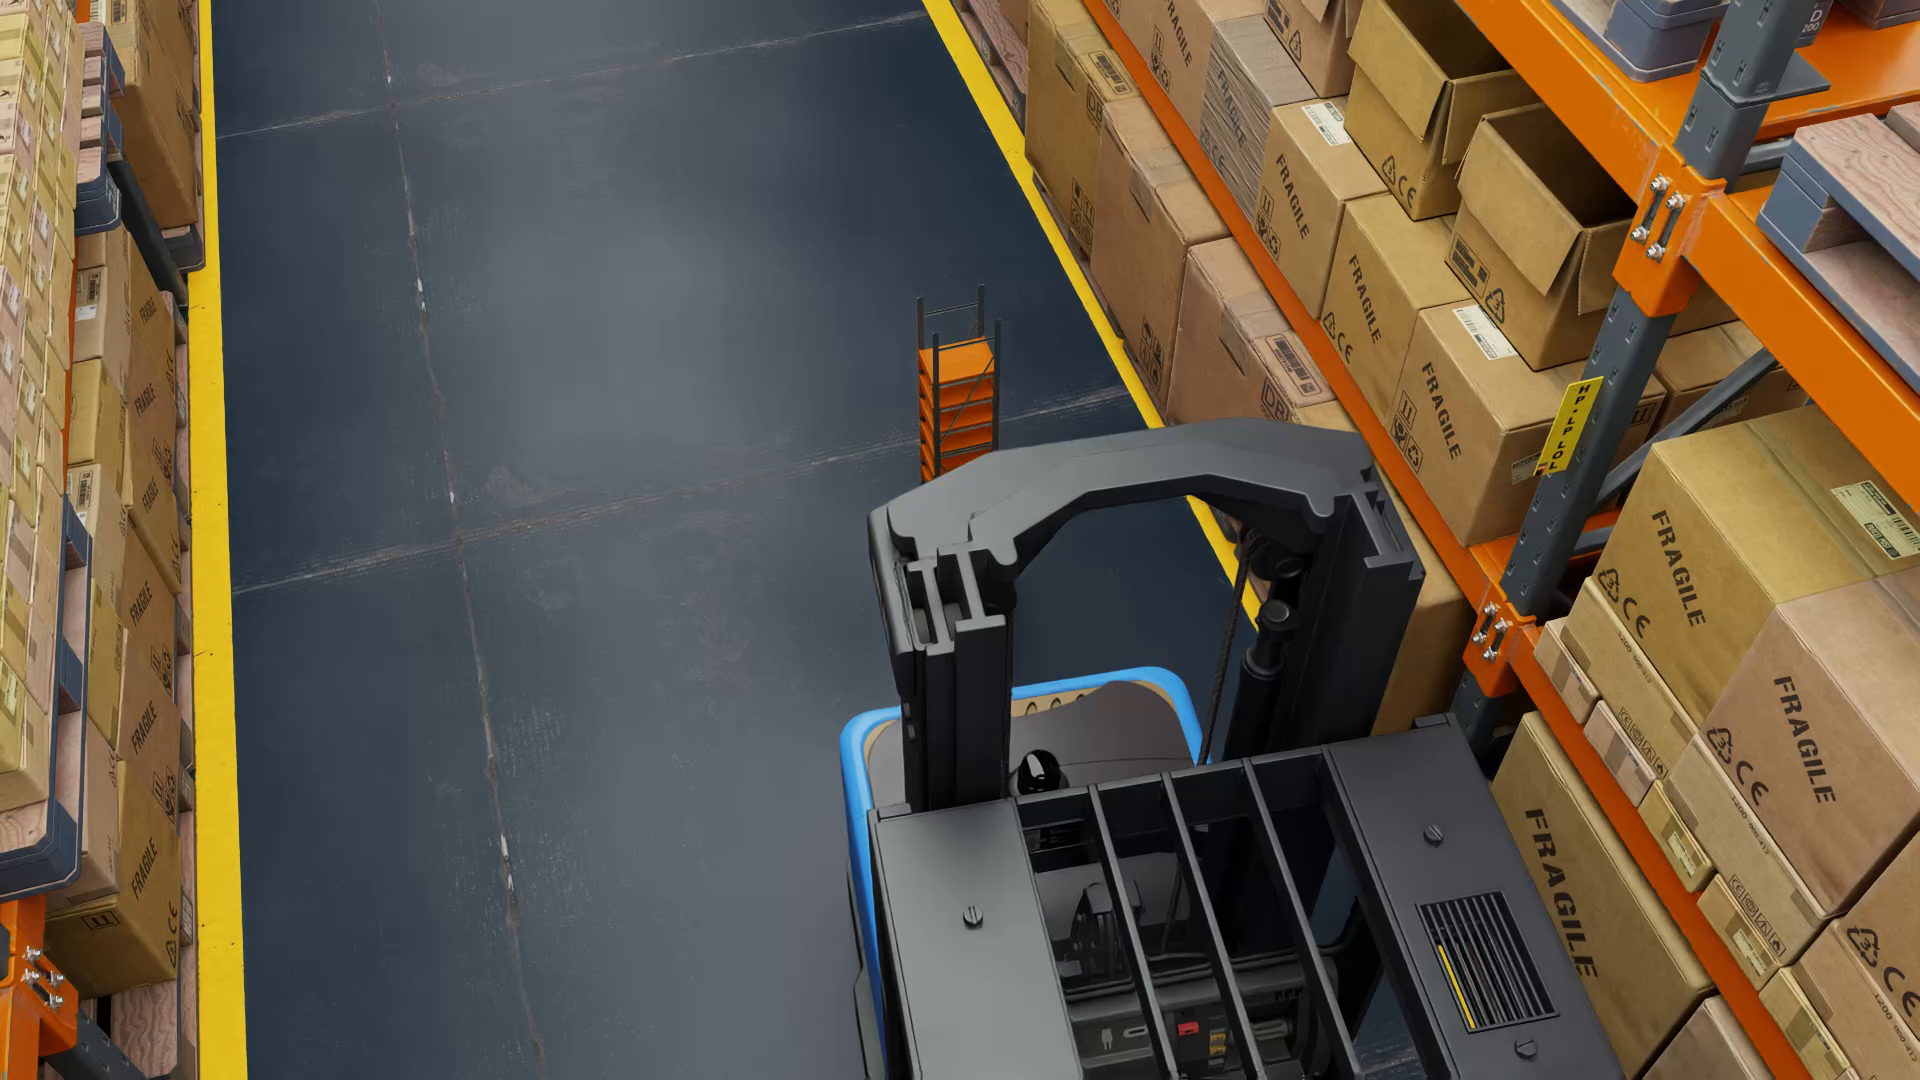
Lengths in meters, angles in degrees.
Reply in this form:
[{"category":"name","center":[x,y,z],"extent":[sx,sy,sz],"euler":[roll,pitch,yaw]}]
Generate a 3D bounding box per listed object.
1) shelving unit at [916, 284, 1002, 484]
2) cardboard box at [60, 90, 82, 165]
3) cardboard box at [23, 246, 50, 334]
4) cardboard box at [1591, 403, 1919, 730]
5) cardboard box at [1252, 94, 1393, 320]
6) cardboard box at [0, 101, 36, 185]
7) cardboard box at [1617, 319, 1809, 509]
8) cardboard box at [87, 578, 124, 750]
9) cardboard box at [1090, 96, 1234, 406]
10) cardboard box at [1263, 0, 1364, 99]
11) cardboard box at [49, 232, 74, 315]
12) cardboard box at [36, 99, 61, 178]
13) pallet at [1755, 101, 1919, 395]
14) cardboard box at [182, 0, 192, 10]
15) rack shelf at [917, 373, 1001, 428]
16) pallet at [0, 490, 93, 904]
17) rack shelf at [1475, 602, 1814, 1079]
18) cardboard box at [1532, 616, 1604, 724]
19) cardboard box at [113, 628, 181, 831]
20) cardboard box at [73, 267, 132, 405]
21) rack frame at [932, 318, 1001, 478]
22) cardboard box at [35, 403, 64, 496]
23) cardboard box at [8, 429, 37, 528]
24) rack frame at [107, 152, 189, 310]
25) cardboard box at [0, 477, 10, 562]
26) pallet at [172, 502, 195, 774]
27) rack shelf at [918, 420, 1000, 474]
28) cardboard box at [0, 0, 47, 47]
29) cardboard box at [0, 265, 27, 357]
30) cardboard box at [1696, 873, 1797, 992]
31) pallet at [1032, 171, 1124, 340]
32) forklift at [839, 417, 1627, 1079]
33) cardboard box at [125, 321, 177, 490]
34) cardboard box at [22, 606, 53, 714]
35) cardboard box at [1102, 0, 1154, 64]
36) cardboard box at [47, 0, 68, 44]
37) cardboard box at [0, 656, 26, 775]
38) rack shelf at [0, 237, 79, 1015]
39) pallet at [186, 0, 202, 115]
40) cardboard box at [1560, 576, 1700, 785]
[{"category":"shelving unit","center":[-0.004,-0.397,6.090],"extent":[0.258,1.200,0.189],"euler":[-13,51,-11]},{"category":"cardboard box","center":[-3.200,-1.361,5.615],"extent":[0.380,0.149,0.250],"euler":[-13,51,-10]},{"category":"cardboard box","center":[-2.891,-0.695,4.859],"extent":[0.380,0.149,0.250],"euler":[-14,51,-12]},{"category":"cardboard box","center":[1.916,0.059,3.941],"extent":[0.500,0.500,0.500],"euler":[-13,51,-11]},{"category":"cardboard box","center":[1.318,-1.114,5.452],"extent":[0.500,0.500,0.500],"euler":[-14,51,-11]},{"category":"cardboard box","center":[-3.052,-1.178,5.071],"extent":[0.380,0.149,0.250],"euler":[-13,51,-11]},{"category":"cardboard box","center":[2.121,-0.484,4.920],"extent":[0.500,0.500,0.500],"euler":[-13,51,-11]},{"category":"cardboard box","center":[-2.876,0.429,5.086],"extent":[0.500,0.250,0.500],"euler":[-12,51,-10]},{"category":"cardboard box","center":[1.276,-1.269,6.763],"extent":[1.225,0.875,0.875],"euler":[-13,51,-11]},{"category":"cardboard box","center":[1.431,-1.833,5.402],"extent":[0.797,0.503,0.637],"euler":[-12,51,-10]},{"category":"cardboard box","center":[-2.973,-0.793,5.136],"extent":[0.380,0.149,0.250],"euler":[-12,51,-10]},{"category":"cardboard box","center":[-3.117,-1.256,5.332],"extent":[0.380,0.149,0.250],"euler":[-13,51,-11]},{"category":"pallet","center":[2.250,-0.397,3.009],"extent":[1.003,0.211,1.213],"euler":[-13,51,-11]},{"category":"cardboard box","center":[-4.564,-3.126,8.410],"extent":[1.050,0.750,0.750],"euler":[-13,51,-11]},{"category":"rack shelf","center":[-0.004,-0.523,5.940],"extent":[0.258,0.103,0.180],"euler":[-13,51,-11]},{"category":"pallet","center":[-2.837,0.459,4.316],"extent":[1.003,0.211,1.213],"euler":[-13,51,-11]},{"category":"rack shelf","center":[2.610,1.634,3.671],"extent":[1.077,0.370,4.000],"euler":[-13,51,-11]},{"category":"cardboard box","center":[1.788,0.313,4.478],"extent":[0.380,0.149,0.250],"euler":[-13,51,-11]},{"category":"cardboard box","center":[-2.873,0.673,5.370],"extent":[0.500,0.500,0.500],"euler":[-11,51,-9]},{"category":"cardboard box","center":[-3.320,-0.698,6.036],"extent":[0.500,0.250,0.500],"euler":[-13,51,-10]},{"category":"rack frame","center":[0.023,-0.330,6.034],"extent":[0.240,1.200,0.006],"euler":[-13,51,-11]},{"category":"cardboard box","center":[-2.734,-0.211,4.646],"extent":[0.380,0.149,0.250],"euler":[-15,52,-13]},{"category":"cardboard box","center":[-2.660,-0.120,4.374],"extent":[0.380,0.149,0.250],"euler":[-15,52,-13]},{"category":"rack frame","center":[-3.933,-1.933,6.207],"extent":[1.000,3.000,0.127],"euler":[-13,51,-11]},{"category":"cardboard box","center":[-2.588,-0.039,4.111],"extent":[0.380,0.149,0.250],"euler":[-13,51,-11]},{"category":"pallet","center":[-3.346,0.426,6.042],"extent":[1.003,0.211,1.213],"euler":[-13,51,-11]},{"category":"rack shelf","center":[-0.004,-0.369,6.124],"extent":[0.258,0.103,0.180],"euler":[-13,51,-11]},{"category":"cardboard box","center":[-3.278,-1.741,5.546],"extent":[0.380,0.149,0.250],"euler":[-14,51,-11]},{"category":"cardboard box","center":[-2.810,-0.593,4.578],"extent":[0.380,0.149,0.250],"euler":[-12,51,-10]},{"category":"cardboard box","center":[2.024,0.889,3.993],"extent":[0.380,0.149,0.250],"euler":[-15,51,-12]},{"category":"pallet","center":[0.996,-1.489,7.657],"extent":[1.003,0.211,1.213],"euler":[-13,51,-11]},{"category":"forklift","center":[0.427,1.282,3.542],"extent":[1.130,2.935,3.031],"euler":[-8,50,-7]},{"category":"cardboard box","center":[-3.338,-0.461,6.327],"extent":[0.500,0.500,0.500],"euler":[-11,51,-10]},{"category":"cardboard box","center":[-2.514,0.341,4.180],"extent":[0.380,0.149,0.250],"euler":[-13,51,-10]},{"category":"cardboard box","center":[0.874,-2.220,6.384],"extent":[0.500,0.500,0.500],"euler":[-15,51,-12]},{"category":"cardboard box","center":[-3.352,-1.825,5.812],"extent":[0.380,0.149,0.250],"euler":[-12,51,-10]},{"category":"cardboard box","center":[-2.427,0.447,3.896],"extent":[0.380,0.149,0.250],"euler":[-13,51,-10]},{"category":"rack shelf","center":[-3.341,-0.240,5.251],"extent":[1.077,0.370,4.000],"euler":[-13,51,-11]},{"category":"pallet","center":[-4.451,-2.516,8.523],"extent":[1.003,0.211,1.213],"euler":[-13,51,-11]},{"category":"cardboard box","center":[1.907,0.296,4.232],"extent":[0.500,0.250,0.500],"euler":[-14,51,-12]}]
